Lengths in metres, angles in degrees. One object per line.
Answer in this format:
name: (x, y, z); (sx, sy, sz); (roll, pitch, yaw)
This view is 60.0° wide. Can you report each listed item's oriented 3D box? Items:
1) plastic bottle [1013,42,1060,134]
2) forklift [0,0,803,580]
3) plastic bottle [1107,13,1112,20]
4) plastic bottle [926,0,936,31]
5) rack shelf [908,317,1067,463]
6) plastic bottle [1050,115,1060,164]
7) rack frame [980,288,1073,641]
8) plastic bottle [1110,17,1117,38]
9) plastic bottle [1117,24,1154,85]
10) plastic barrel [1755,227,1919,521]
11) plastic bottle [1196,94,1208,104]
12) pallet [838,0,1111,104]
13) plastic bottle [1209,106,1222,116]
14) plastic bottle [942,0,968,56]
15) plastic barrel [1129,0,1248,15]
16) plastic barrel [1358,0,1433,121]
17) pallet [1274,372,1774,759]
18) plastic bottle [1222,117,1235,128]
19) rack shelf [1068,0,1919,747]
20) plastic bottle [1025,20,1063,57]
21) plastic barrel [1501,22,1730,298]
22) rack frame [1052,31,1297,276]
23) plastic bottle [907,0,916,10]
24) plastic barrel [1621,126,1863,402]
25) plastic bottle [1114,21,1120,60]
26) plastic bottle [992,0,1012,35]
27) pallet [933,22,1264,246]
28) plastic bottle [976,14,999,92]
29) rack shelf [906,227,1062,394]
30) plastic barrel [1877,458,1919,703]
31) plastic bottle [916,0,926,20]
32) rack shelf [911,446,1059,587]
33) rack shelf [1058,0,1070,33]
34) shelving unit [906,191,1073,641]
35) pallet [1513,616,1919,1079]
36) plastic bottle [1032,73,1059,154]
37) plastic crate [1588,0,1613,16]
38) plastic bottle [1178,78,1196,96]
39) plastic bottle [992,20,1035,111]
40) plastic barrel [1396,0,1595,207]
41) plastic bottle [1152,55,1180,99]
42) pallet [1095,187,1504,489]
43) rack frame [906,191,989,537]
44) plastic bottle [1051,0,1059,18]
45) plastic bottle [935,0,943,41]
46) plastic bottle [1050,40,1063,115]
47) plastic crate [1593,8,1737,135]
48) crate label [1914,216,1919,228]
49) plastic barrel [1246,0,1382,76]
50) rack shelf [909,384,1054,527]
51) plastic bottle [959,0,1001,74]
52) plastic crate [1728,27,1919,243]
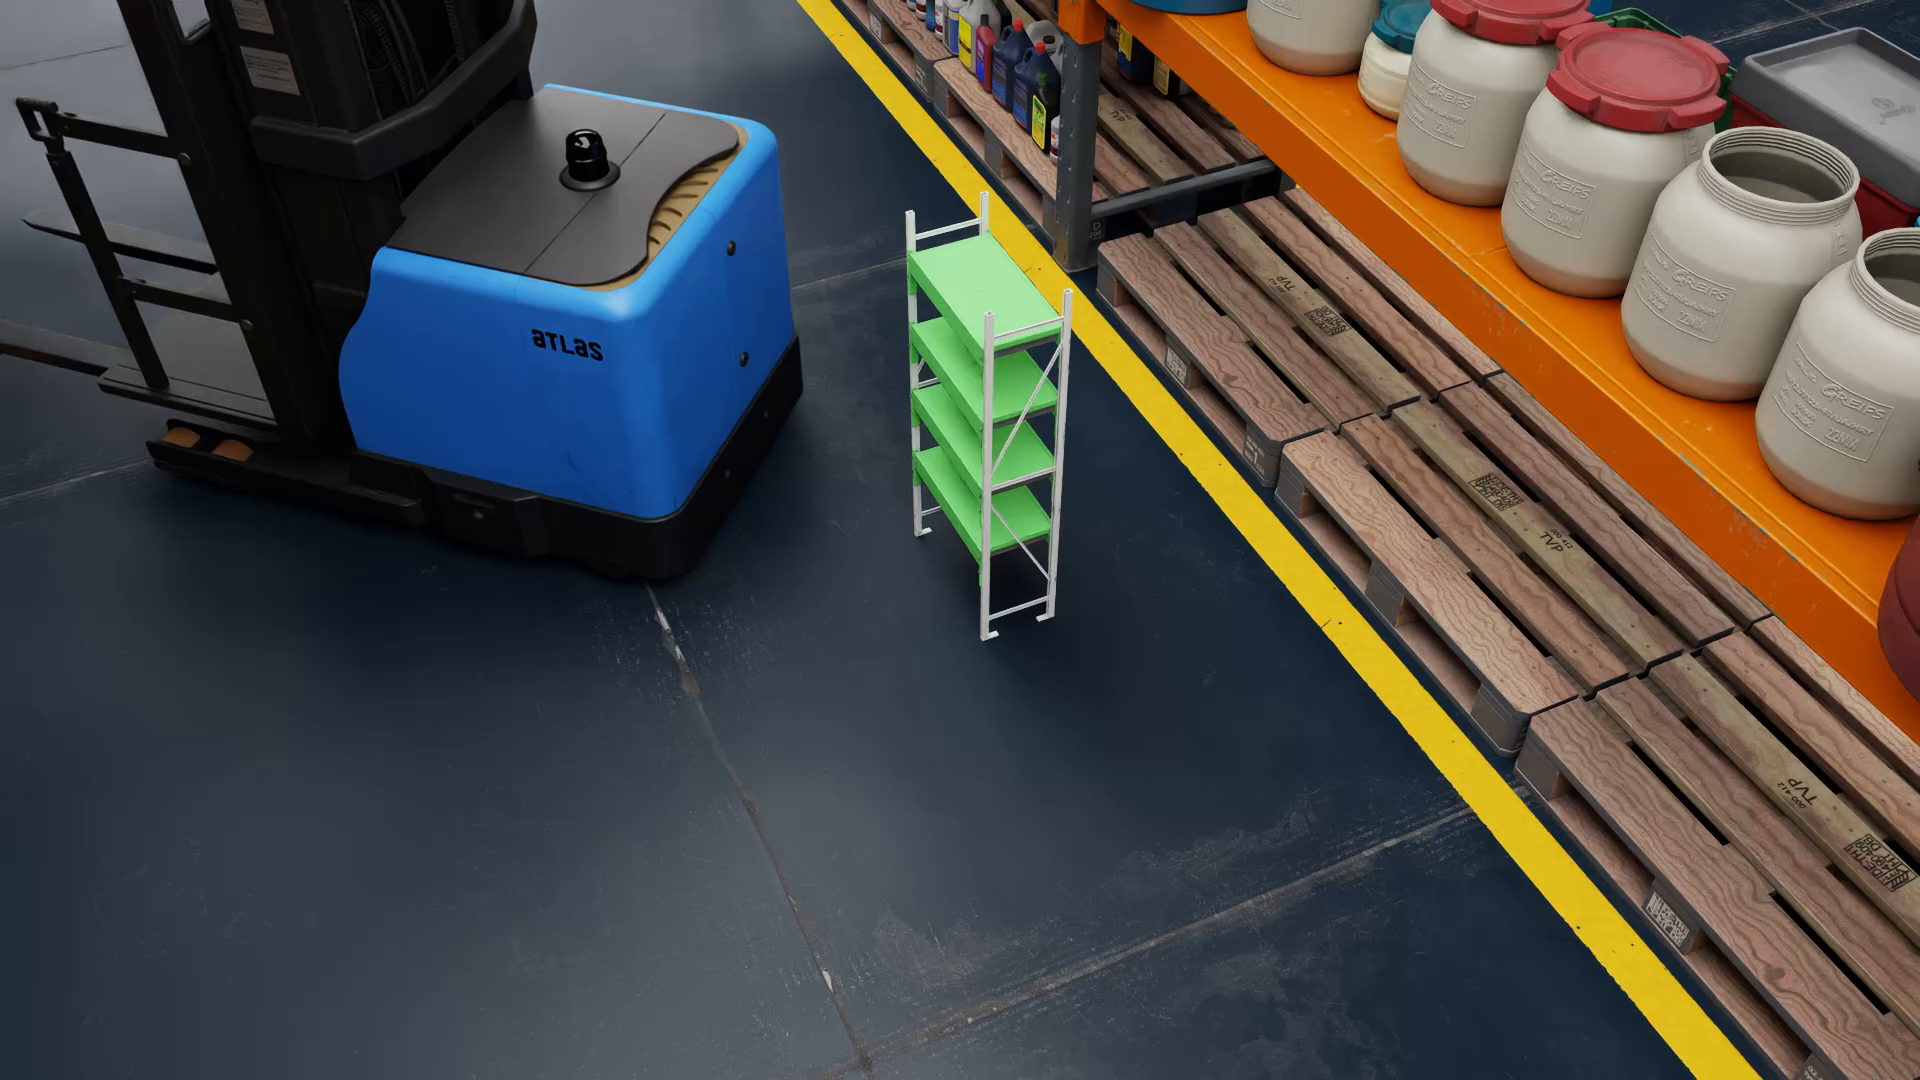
plastic bottle: (0.299, -1.786, 6.497); (0.144, 0.351, 0.185); (-19, 48, -18)
forklift: (-2.109, -1.542, 4.726); (3.031, 2.935, 1.130); (13, 46, 13)
plastic bottle: (0.691, -2.352, 7.177); (0.097, 0.201, 0.097); (0, 45, 0)
plastic bottle: (-0.100, -2.323, 7.098); (0.097, 0.271, 0.097); (0, 45, 0)
rack shelf: (0.070, -0.447, 4.598); (0.258, 0.148, 0.480); (-18, 47, -17)
plastic bottle: (0.396, -1.547, 6.361); (0.097, 0.201, 0.097); (0, 45, 0)
rack frame: (0.172, -0.166, 4.564); (0.240, 1.200, 0.015); (-18, 47, -17)
plastic bottle: (0.693, -2.272, 7.047); (0.097, 0.271, 0.097); (0, 45, 0)
plastic bottle: (0.737, -2.055, 6.770); (0.144, 0.351, 0.185); (-18, 47, -17)
plastic barrel: (1.886, -0.330, 3.369); (0.421, 0.512, 0.421); (0, 45, 0)
plastic bottle: (1.009, -1.870, 6.688); (0.097, 0.201, 0.097); (0, 45, 0)
pallet: (0.069, -2.473, 7.606); (1.003, 0.211, 1.213); (-18, 47, -17)
plastic bottle: (1.052, -1.805, 6.622); (0.097, 0.201, 0.097); (0, 45, 0)
plastic bottle: (0.017, -2.192, 6.962); (0.152, 0.276, 0.135); (-17, 47, -17)
plastic barrel: (0.718, -2.090, 4.875); (0.600, 0.901, 0.708); (-18, 47, -17)
plastic barrel: (1.248, -1.309, 4.539); (0.301, 0.262, 0.301); (0, 45, 0)
pallet: (1.713, 0.013, 5.086); (1.003, 0.211, 1.213); (-18, 47, -17)
plastic bottle: (1.095, -1.765, 6.532); (0.097, 0.271, 0.097); (0, 45, 0)
rack shelf: (1.672, -0.716, 4.353); (1.077, 0.370, 4.000); (-18, 47, -17)
plastic bottle: (0.342, -1.941, 6.708); (0.152, 0.276, 0.135); (-18, 47, -17)
plastic barrel: (1.525, -0.878, 3.907); (0.433, 0.535, 0.433); (0, 45, 0)
rack frame: (0.831, -2.247, 5.392); (1.000, 3.000, 0.127); (-18, 47, -17)
plastic bottle: (-0.185, -2.452, 7.228); (0.097, 0.271, 0.097); (0, 45, 0)
plastic barrel: (1.709, -0.599, 3.641); (0.421, 0.512, 0.421); (0, 45, 0)
plastic bottle: (0.697, -2.126, 6.898); (0.097, 0.271, 0.097); (0, 45, 0)
plastic bottle: (0.164, -2.137, 6.901); (0.061, 0.283, 0.133); (-18, 47, -17)
pallet: (0.586, -1.695, 6.817); (1.003, 0.211, 1.213); (-18, 47, -17)
plastic bottle: (0.112, -1.976, 6.737); (0.061, 0.283, 0.133); (-15, 47, -15)
rack shelf: (0.070, -0.618, 4.429); (0.258, 0.148, 0.480); (-18, 47, -17)
plastic barrel: (2.043, 0.047, 2.969); (0.600, 0.536, 0.708); (-18, 47, -17)
plastic bottle: (-0.144, -2.364, 7.189); (0.097, 0.201, 0.097); (0, 45, 0)
rack shelf: (0.070, -0.105, 4.935); (0.258, 0.148, 0.480); (-18, 47, -17)
rack shelf: (-0.010, -3.265, 6.936); (1.077, 0.370, 4.000); (-18, 47, -17)
shelving unit: (0.070, -0.322, 4.722); (0.258, 1.200, 0.503); (-18, 47, -17)
pallet: (2.222, 0.790, 4.300); (1.003, 0.211, 1.213); (-18, 47, -17)
plastic bottle: (0.329, -1.646, 6.403); (0.061, 0.283, 0.133); (-16, 47, -15)
plastic crate: (1.577, -1.630, 4.778); (0.392, 0.384, 0.575); (-18, 47, -17)
plastic bottle: (0.934, -1.965, 6.731); (0.152, 0.276, 0.135); (-16, 47, -16)
plastic bottle: (0.218, -1.908, 6.621); (0.144, 0.351, 0.185); (-20, 48, -19)
plastic barrel: (1.343, -1.153, 4.186); (0.433, 0.535, 0.433); (0, 45, 0)
plastic bottle: (0.837, -1.935, 6.696); (0.061, 0.283, 0.133); (-18, 47, -17)
pallet: (1.196, -0.765, 5.875); (1.003, 0.211, 1.213); (-18, 47, -17)
rack frame: (-0.033, -0.477, 4.879); (0.240, 1.200, 0.015); (-18, 47, -17)
plastic bottle: (0.486, -2.402, 7.175); (0.152, 0.276, 0.135); (-18, 47, -17)
plastic bottle: (-0.057, -2.233, 7.056); (0.097, 0.201, 0.097); (0, 45, 0)
plastic bottle: (0.429, -1.828, 6.540); (0.144, 0.351, 0.185); (-18, 47, -17)
plastic crate: (1.819, -1.145, 4.426); (0.450, 0.188, 0.662); (-18, 47, -17)
crate label: (2.340, -0.424, 3.518); (0.502, 0.435, 0.616); (-18, 47, -17)
plastic barrel: (1.034, -1.621, 4.660); (0.433, 0.535, 0.433); (0, 45, 0)
rack shelf: (0.070, -0.276, 4.767); (0.258, 0.148, 0.480); (-18, 47, -17)
plastic bottle: (0.082, -2.114, 6.830); (0.144, 0.351, 0.185); (-18, 47, -18)
plastic crate: (2.111, -0.841, 3.921); (0.402, 0.464, 0.583); (-18, 47, -17)
